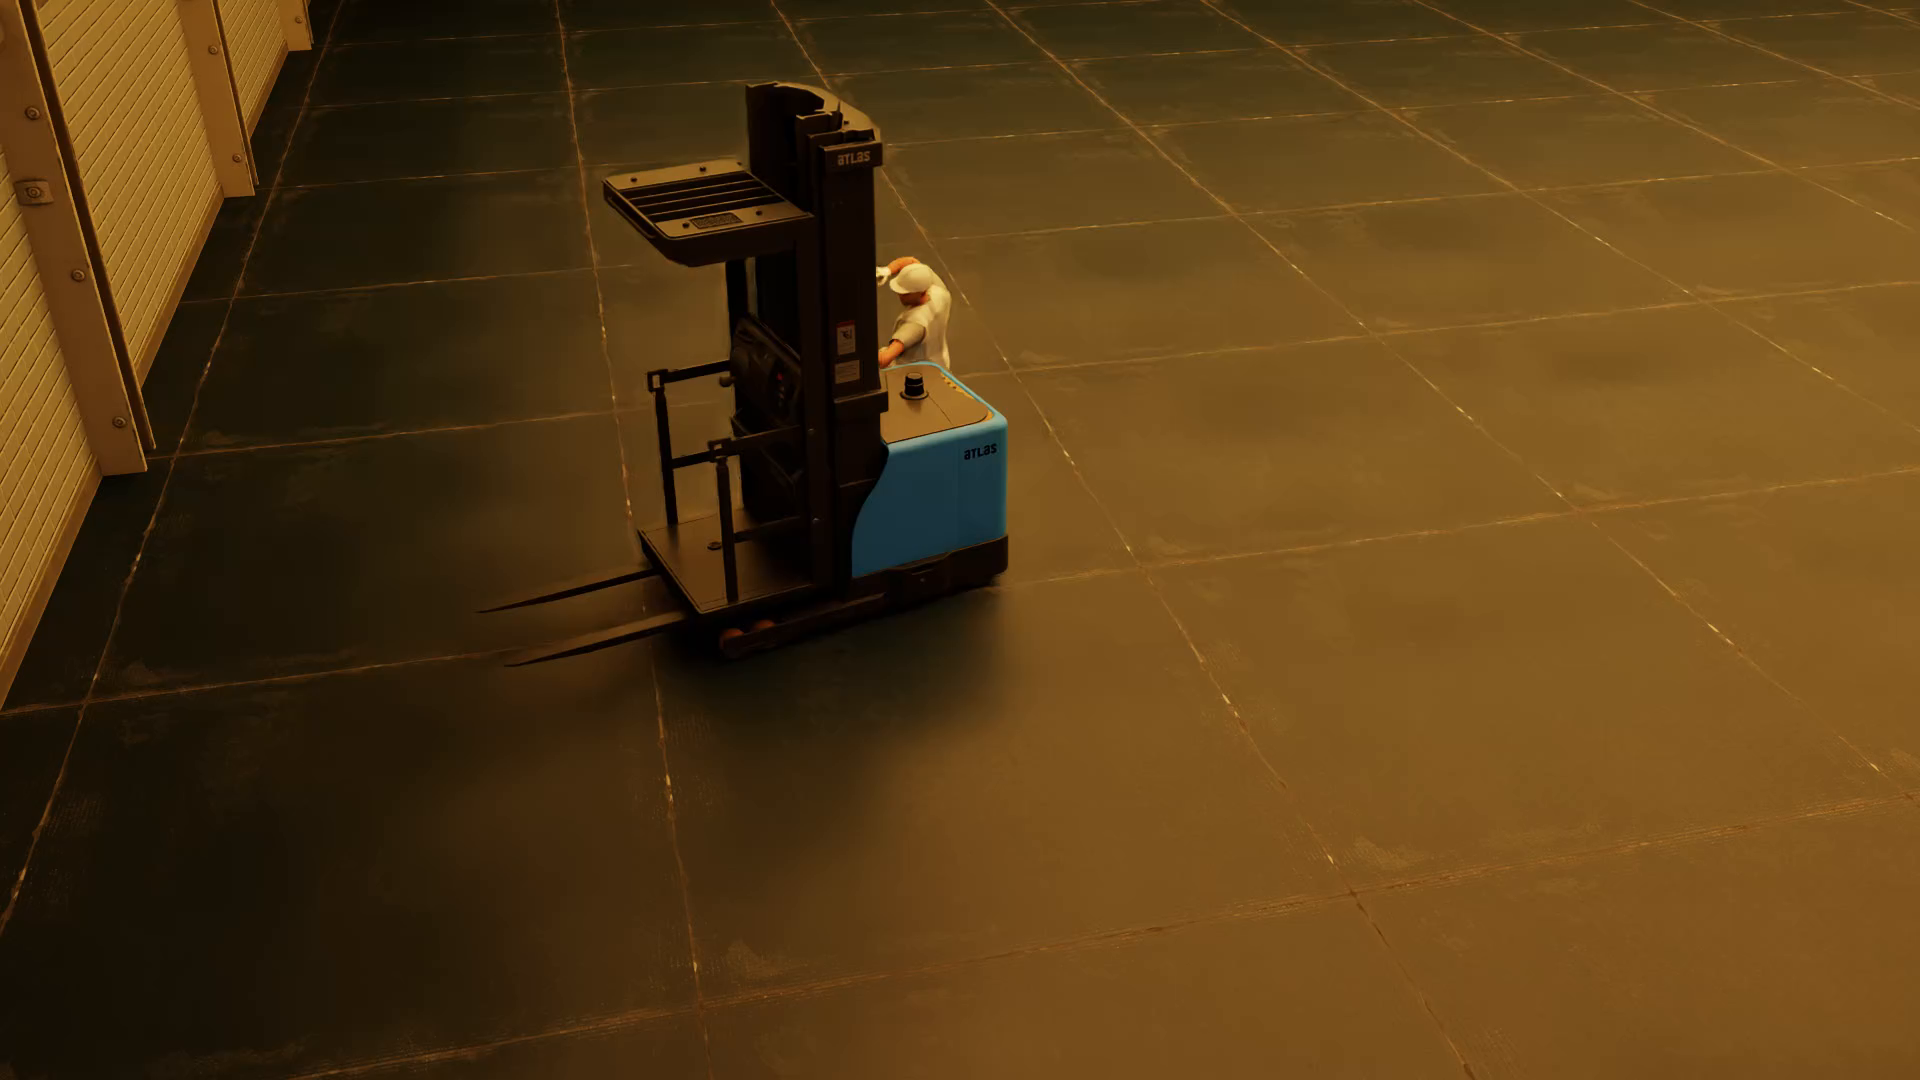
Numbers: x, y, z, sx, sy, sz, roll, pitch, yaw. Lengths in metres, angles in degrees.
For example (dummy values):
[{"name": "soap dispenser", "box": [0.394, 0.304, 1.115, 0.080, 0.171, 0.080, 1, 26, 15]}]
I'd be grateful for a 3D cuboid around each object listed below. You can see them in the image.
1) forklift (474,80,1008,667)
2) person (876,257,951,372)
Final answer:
[{"name": "forklift", "box": [-1.255, -0.904, 9.137, 3.031, 2.935, 1.130, -15, 33, -24]}, {"name": "person", "box": [-0.523, -1.158, 11.013, 0.995, 1.468, 0.977, -16, 34, -26]}]
